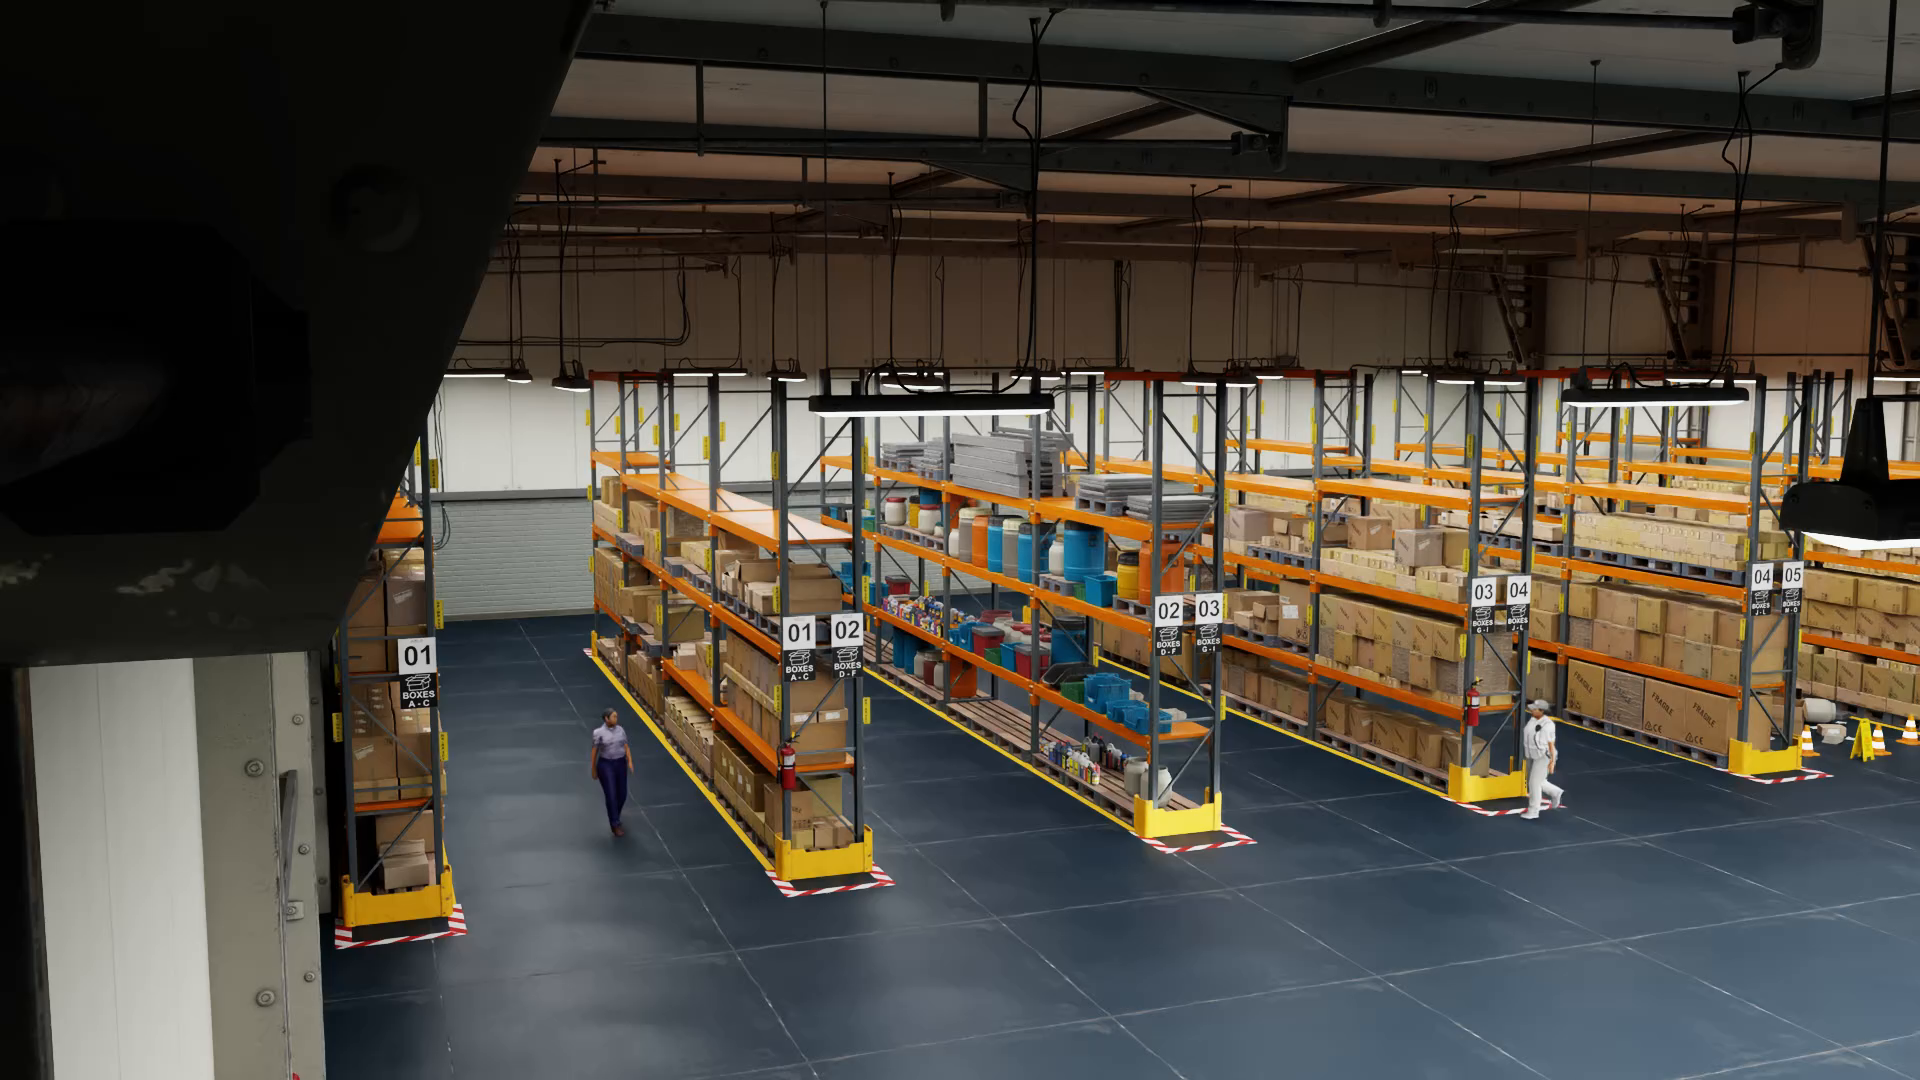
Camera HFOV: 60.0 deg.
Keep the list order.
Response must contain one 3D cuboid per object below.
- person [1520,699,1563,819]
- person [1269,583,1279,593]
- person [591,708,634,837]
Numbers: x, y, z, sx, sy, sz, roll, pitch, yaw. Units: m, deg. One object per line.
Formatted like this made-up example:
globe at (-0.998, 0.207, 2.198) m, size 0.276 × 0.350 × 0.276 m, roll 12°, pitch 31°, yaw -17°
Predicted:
person at (8.009, 2.971, 22.794) m, size 0.836 × 1.622 × 0.506 m, roll -3°, pitch 7°, yaw -21°
person at (8.459, 0.519, 44.242) m, size 0.523 × 1.752 × 1.012 m, roll 6°, pitch 8°, yaw 41°
person at (-4.574, 3.072, 22.175) m, size 0.509 × 1.640 × 0.746 m, roll -6°, pitch 9°, yaw -43°
